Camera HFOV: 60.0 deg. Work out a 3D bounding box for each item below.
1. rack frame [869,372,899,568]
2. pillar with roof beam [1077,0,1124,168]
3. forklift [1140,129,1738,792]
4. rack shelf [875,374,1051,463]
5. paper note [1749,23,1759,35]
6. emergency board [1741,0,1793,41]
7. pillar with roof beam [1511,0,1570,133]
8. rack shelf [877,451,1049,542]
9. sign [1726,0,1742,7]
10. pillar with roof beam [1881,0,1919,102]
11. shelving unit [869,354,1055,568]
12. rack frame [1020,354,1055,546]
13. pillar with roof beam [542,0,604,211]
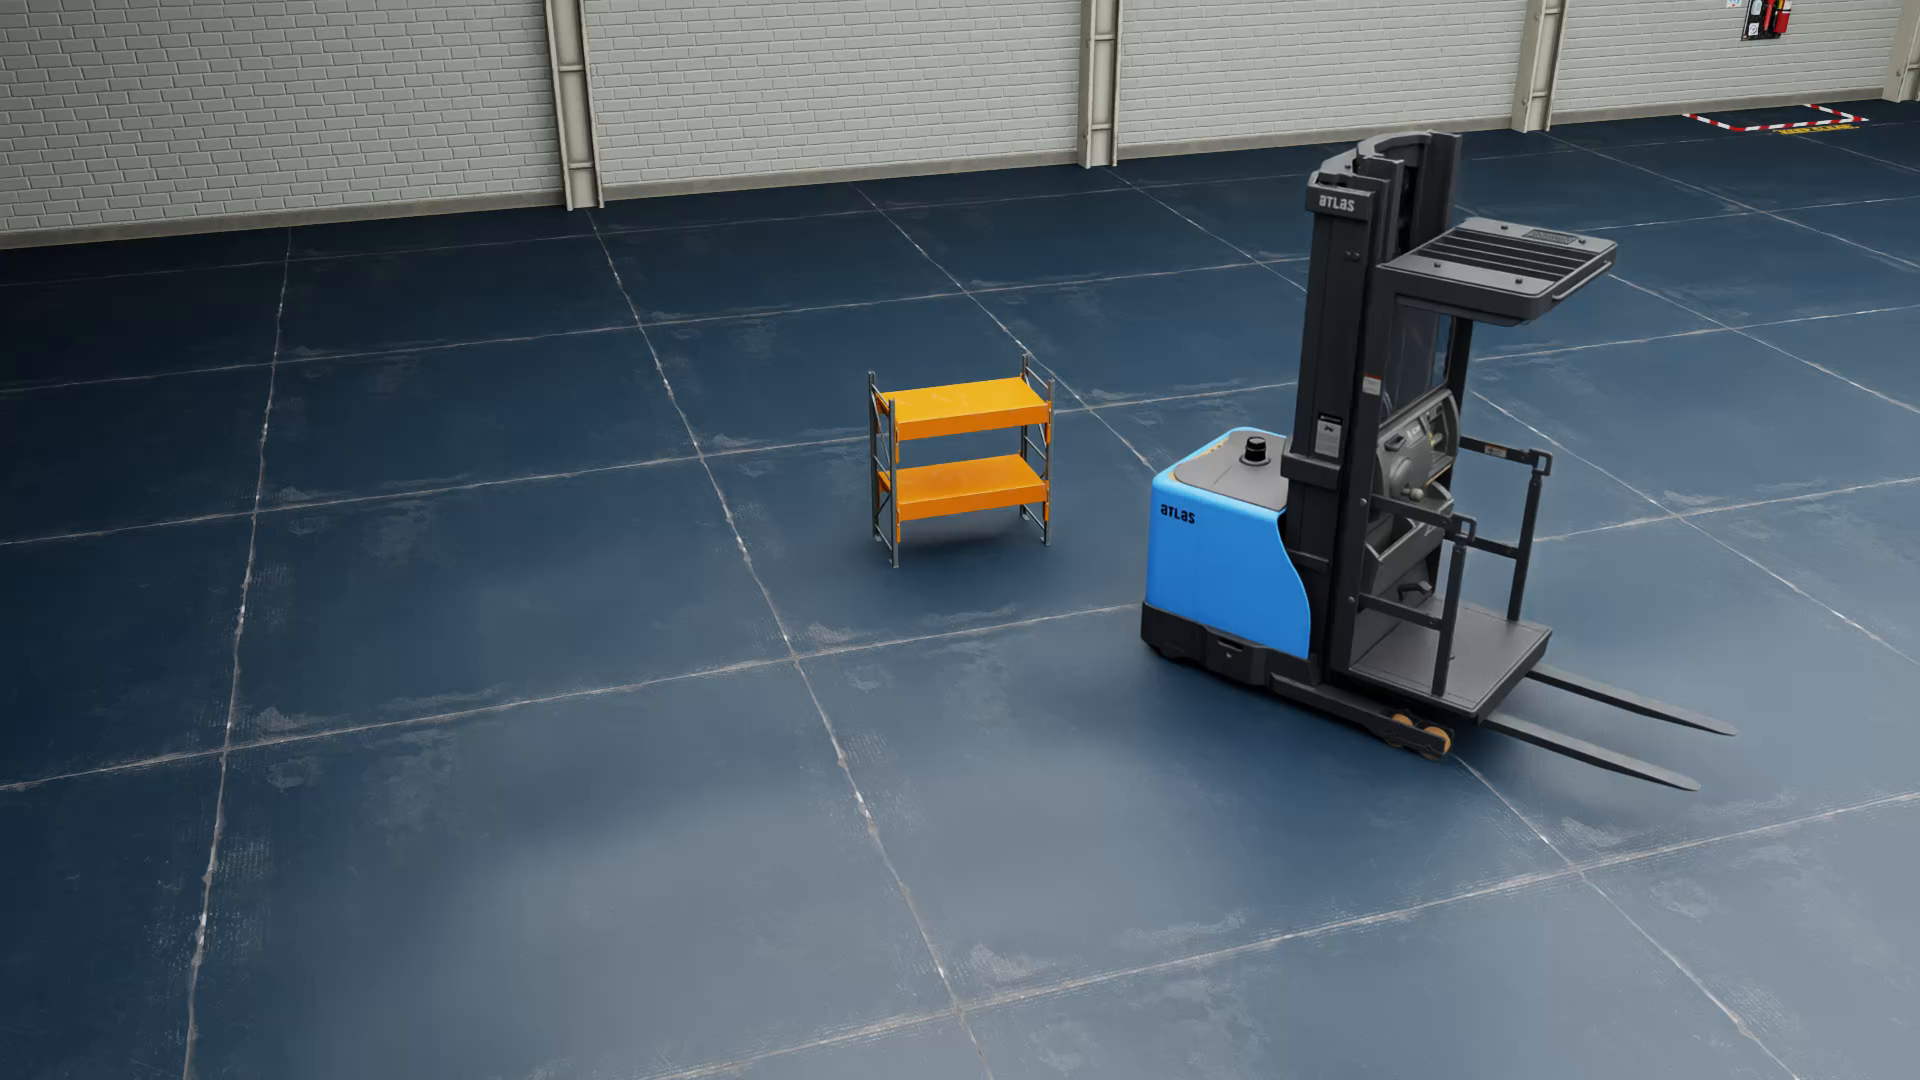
[{"bbox_3d":[-0.477,-0.435,10.361,0.032,1.125,0.500,-8,28,-16],"label":"rack frame"},{"bbox_3d":[2.954,-6.672,14.069,0.400,9.000,9.100,-8,28,-16],"label":"pillar with roof beam"},{"bbox_3d":[2.501,-0.457,8.375,3.031,2.935,1.130,19,32,34],"label":"forklift"},{"bbox_3d":[0.006,-0.767,10.372,1.000,0.278,0.538,-8,28,-16],"label":"rack shelf"},{"bbox_3d":[10.480,-6.744,21.951,0.142,0.148,0.016,-8,28,-16],"label":"paper note"},{"bbox_3d":[10.669,-7.133,21.745,0.643,1.169,0.194,-8,28,-16],"label":"emergency board"},{"bbox_3d":[8.659,-7.498,15.734,0.400,9.000,9.100,-8,28,-16],"label":"pillar with roof beam"},{"bbox_3d":[0.006,-0.286,10.610,1.000,0.278,0.538,-8,28,-16],"label":"rack shelf"},{"bbox_3d":[10.112,-7.117,21.672,0.234,0.329,0.001,-8,28,-16],"label":"sign"},{"bbox_3d":[14.364,-8.324,17.398,0.400,9.000,9.100,-8,28,-16],"label":"pillar with roof beam"},{"bbox_3d":[0.006,-0.505,10.502,1.048,1.125,0.538,-8,28,-16],"label":"shelving unit"},{"bbox_3d":[0.490,-0.575,10.643,0.032,1.125,0.500,-8,28,-16],"label":"rack frame"},{"bbox_3d":[-2.751,-5.846,12.405,0.400,9.000,9.100,-8,28,-16],"label":"pillar with roof beam"}]
